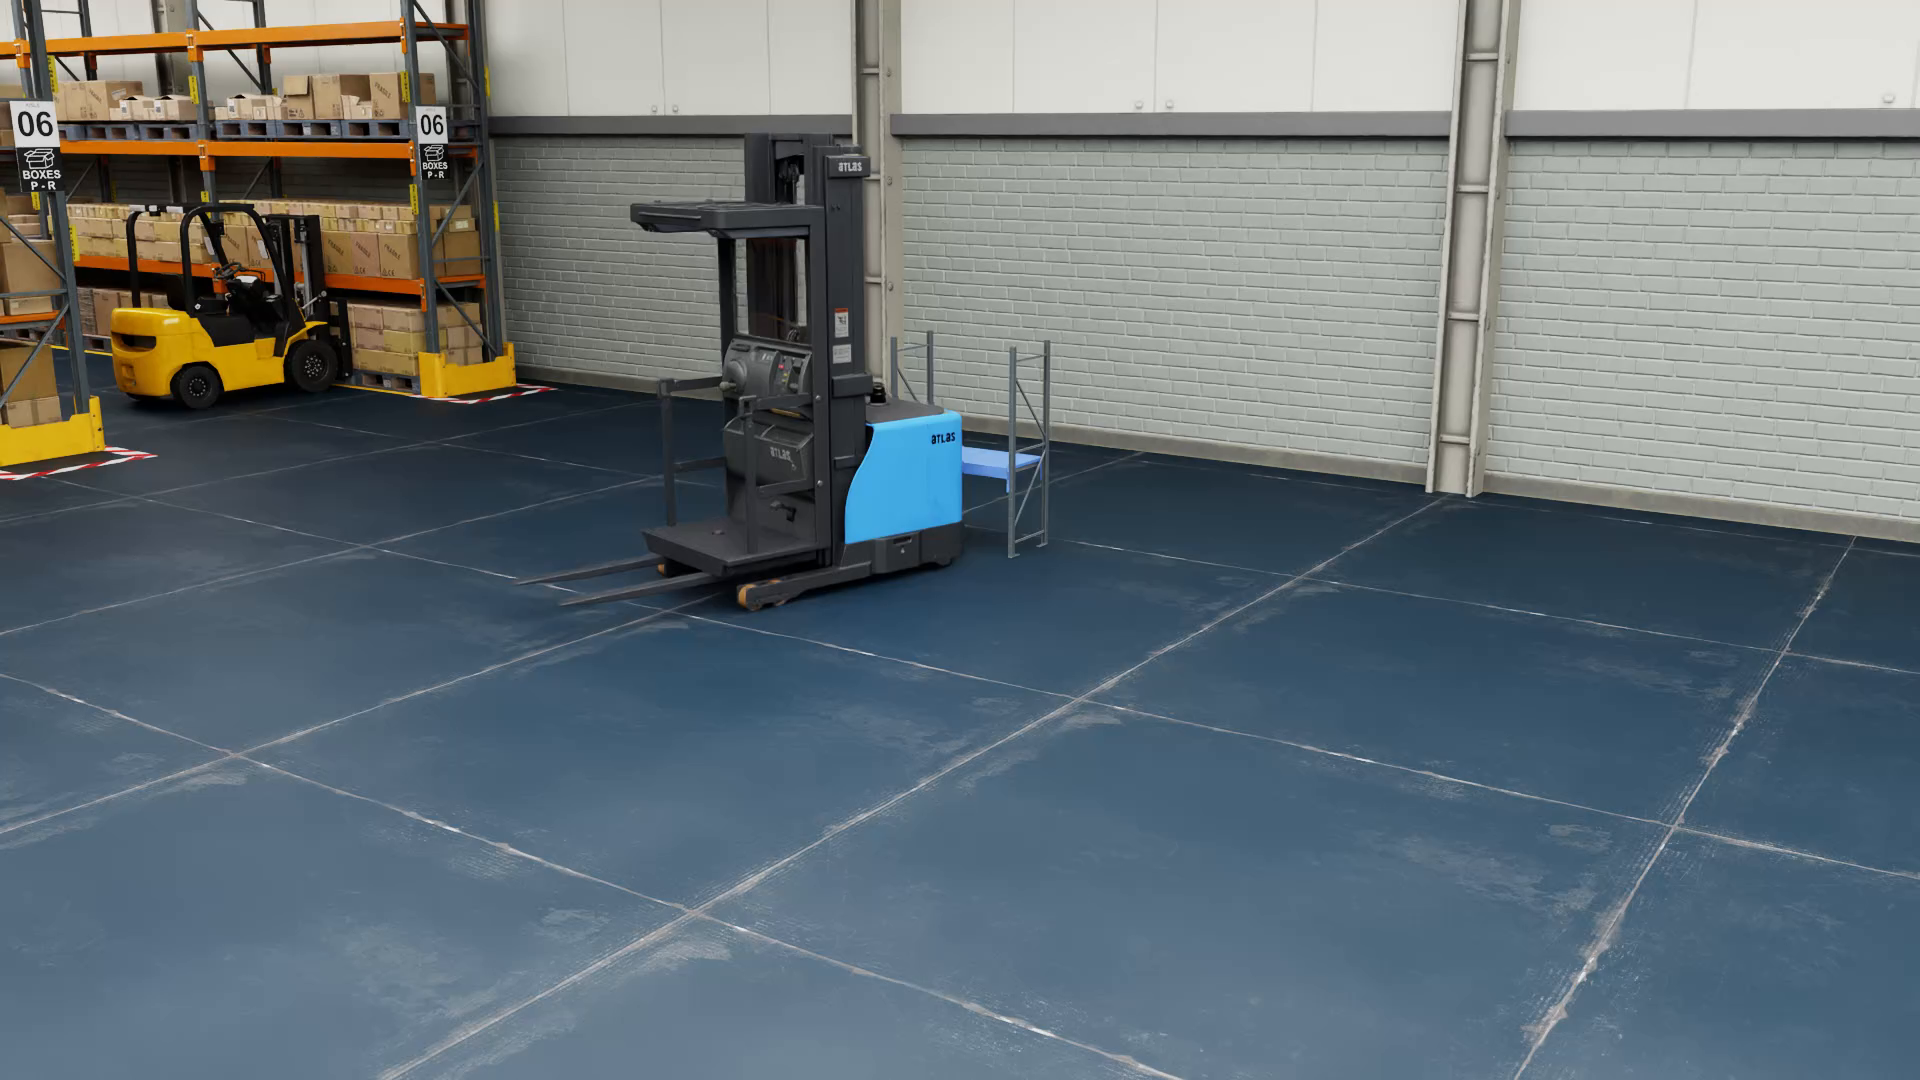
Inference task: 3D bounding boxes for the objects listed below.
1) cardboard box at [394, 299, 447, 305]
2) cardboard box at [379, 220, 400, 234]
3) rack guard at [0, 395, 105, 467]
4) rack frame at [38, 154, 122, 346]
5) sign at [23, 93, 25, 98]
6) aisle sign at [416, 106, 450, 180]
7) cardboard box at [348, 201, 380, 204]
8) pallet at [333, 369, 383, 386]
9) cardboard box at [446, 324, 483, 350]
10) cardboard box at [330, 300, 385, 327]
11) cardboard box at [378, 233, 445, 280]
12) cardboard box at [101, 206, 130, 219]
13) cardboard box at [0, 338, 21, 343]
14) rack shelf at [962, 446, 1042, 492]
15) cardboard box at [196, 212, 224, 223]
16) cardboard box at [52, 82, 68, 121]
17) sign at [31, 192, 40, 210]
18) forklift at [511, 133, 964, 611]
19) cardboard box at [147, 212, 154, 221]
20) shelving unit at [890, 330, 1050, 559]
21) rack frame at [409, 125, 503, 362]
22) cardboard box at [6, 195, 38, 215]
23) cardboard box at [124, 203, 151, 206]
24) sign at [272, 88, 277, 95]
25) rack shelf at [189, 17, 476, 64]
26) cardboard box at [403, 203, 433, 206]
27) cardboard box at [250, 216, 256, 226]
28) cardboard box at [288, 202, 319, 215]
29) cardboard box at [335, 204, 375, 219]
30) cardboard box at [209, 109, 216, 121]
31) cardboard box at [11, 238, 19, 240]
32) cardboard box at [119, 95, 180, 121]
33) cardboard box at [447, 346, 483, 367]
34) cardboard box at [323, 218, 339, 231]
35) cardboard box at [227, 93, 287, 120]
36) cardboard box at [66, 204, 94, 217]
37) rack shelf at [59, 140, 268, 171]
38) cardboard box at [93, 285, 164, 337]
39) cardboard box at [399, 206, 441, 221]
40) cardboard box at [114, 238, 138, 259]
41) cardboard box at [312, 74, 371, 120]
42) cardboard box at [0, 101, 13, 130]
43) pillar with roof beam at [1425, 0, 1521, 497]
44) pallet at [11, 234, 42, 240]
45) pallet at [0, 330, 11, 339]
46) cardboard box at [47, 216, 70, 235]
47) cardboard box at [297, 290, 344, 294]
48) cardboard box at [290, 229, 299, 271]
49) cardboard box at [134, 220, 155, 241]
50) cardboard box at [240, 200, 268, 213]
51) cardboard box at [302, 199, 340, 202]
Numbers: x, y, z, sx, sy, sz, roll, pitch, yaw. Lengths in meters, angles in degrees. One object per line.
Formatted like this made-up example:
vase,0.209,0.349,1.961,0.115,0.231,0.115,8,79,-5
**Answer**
cardboard box,-6.437,-2.724,19.853,0.500,0.250,0.500,9,17,33
cardboard box,-6.400,-3.584,18.999,0.250,0.149,0.380,9,17,34
rack guard,-8.557,-1.008,15.354,0.348,0.500,1.175,9,17,33
rack frame,-12.365,-4.274,23.347,0.127,3.000,1.000,9,17,33
sign,-12.670,-5.873,22.488,0.005,0.325,0.100,9,17,33
aisle sign,-5.837,-4.396,18.428,0.004,0.787,0.394,9,17,33
cardboard box,-7.154,-4.010,20.102,0.250,0.149,0.380,9,17,33
pallet,-7.393,-2.106,20.390,1.213,0.211,1.003,9,17,33
cardboard box,-6.002,-2.418,19.655,0.500,0.250,0.500,10,17,34
cardboard box,-7.135,-2.688,19.708,0.500,0.250,0.500,9,17,34
cardboard box,-6.282,-3.263,19.056,0.500,0.500,0.500,9,16,32
cardboard box,-11.189,-4.365,22.156,0.250,0.149,0.380,10,17,34
cardboard box,-9.466,-1.680,16.154,0.500,0.500,0.500,8,16,31
rack shelf,0.071,-0.542,12.140,1.000,0.185,0.538,9,17,33
cardboard box,-9.454,-4.103,21.096,0.250,0.149,0.380,10,17,35
cardboard box,-11.900,-5.885,22.323,0.500,0.500,0.500,9,17,33
sign,-12.660,-4.688,22.775,0.005,0.325,0.100,9,17,33
forklift,-1.423,-1.118,10.740,3.031,2.935,1.130,-11,18,-39
cardboard box,-10.326,-4.233,21.624,0.250,0.149,0.380,9,16,31
shelving unit,0.071,-0.717,12.097,1.048,1.500,0.538,9,17,33
rack frame,-5.727,-3.201,19.013,0.127,3.000,1.000,9,17,33
cardboard box,-13.823,-4.710,24.019,0.637,0.503,0.797,9,16,32
cardboard box,-11.280,-4.556,22.926,0.250,0.149,0.380,9,16,32
sign,-8.738,-5.594,21.195,0.005,0.325,0.100,9,17,33
rack shelf,-7.387,-5.838,19.510,4.000,0.370,1.077,9,17,33
cardboard box,-6.312,-3.871,19.542,0.250,0.149,0.380,10,17,34
cardboard box,-8.481,-3.942,20.447,0.250,0.149,0.380,9,17,33
cardboard box,-7.834,-3.987,20.008,0.250,0.149,0.380,9,17,33
cardboard box,-7.039,-3.833,19.386,0.250,0.149,0.380,10,17,34
cardboard box,-9.641,-5.477,21.405,0.250,0.149,0.380,9,17,33
cardboard box,-9.164,-2.592,15.723,0.500,0.500,0.500,10,17,35
cardboard box,-10.420,-5.554,21.379,0.500,0.311,0.500,9,16,31
cardboard box,-6.026,-2.175,19.716,0.500,0.250,0.500,9,17,33
cardboard box,-7.249,-3.722,19.560,0.250,0.149,0.380,9,17,33
cardboard box,-8.492,-5.243,20.120,0.500,0.311,0.500,10,17,34
cardboard box,-12.043,-4.500,22.703,0.250,0.149,0.380,10,17,34
rack shelf,-10.706,-5.113,21.989,4.000,0.370,1.077,9,17,33
cardboard box,-11.309,-3.153,22.885,0.625,0.625,0.875,10,17,35
cardboard box,-6.142,-3.715,18.911,0.250,0.149,0.380,9,17,33
cardboard box,-10.858,-3.887,22.095,0.500,0.250,0.500,10,17,35
cardboard box,-7.025,-5.126,19.257,0.500,0.500,0.700,9,17,33
cardboard box,-8.763,-3.859,15.121,0.500,0.250,0.500,9,16,32
pillar with roof beam,1.753,-3.919,9.426,0.400,9.000,9.100,9,17,33
pallet,-12.967,-4.258,23.680,1.003,0.211,1.213,9,17,33
pallet,-13.972,-3.192,24.778,1.213,0.211,1.003,9,17,33
cardboard box,-12.148,-4.331,22.847,0.500,0.250,0.500,9,17,33
cardboard box,-8.101,-3.000,20.966,0.500,0.250,0.500,9,16,32
cardboard box,-7.962,-3.540,20.175,0.500,0.500,0.500,9,17,32
cardboard box,-10.448,-4.060,21.752,0.500,0.250,0.500,10,17,34
cardboard box,-8.670,-4.130,20.588,0.250,0.149,0.380,9,17,34
cardboard box,-7.958,-4.167,20.737,0.250,0.149,0.380,9,16,32
